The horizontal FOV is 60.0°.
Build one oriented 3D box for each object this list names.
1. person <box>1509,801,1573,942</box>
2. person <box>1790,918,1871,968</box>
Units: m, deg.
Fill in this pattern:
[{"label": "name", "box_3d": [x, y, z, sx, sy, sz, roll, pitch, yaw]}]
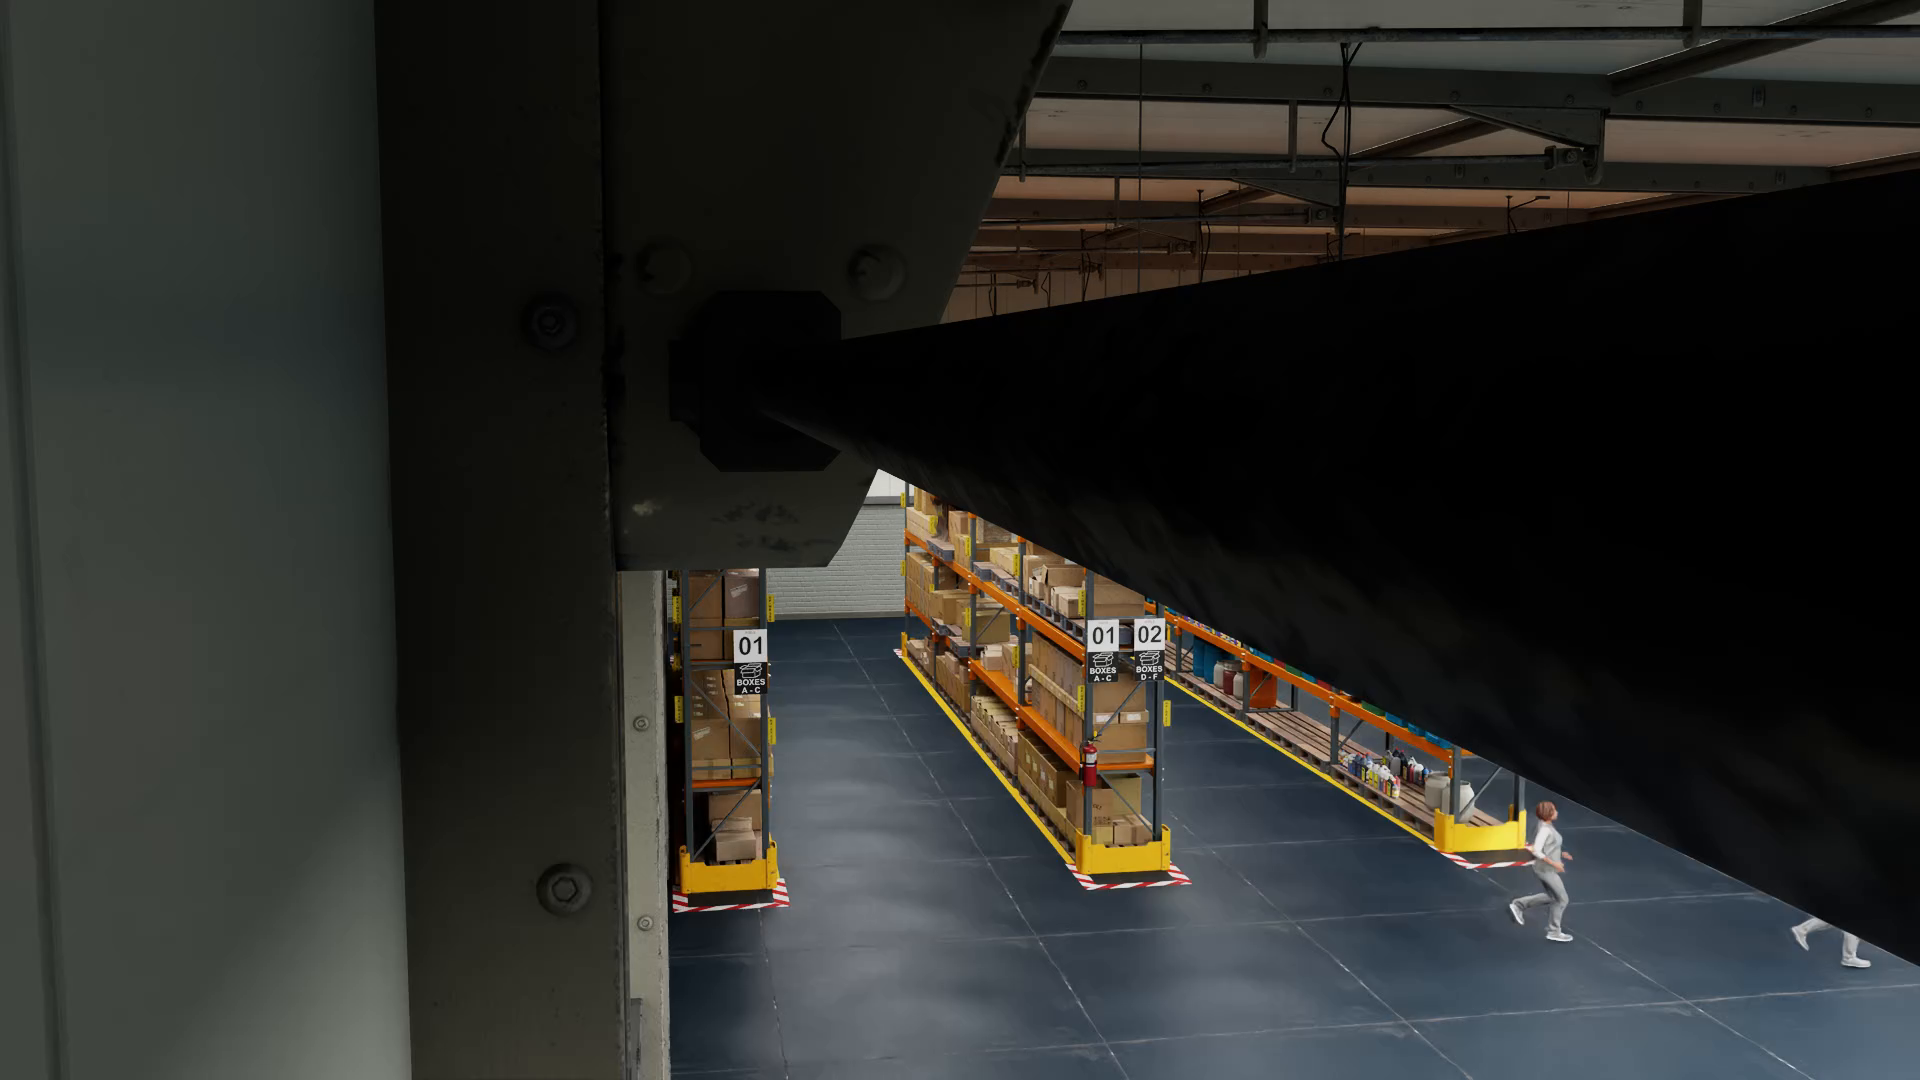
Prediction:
[{"label": "person", "box_3d": [6.446, 3.651, 18.393, 0.680, 1.552, 0.542, 2, 6, 18]}, {"label": "person", "box_3d": [9.278, 3.680, 17.595, 0.726, 1.660, 0.625, 2, 6, 16]}]
